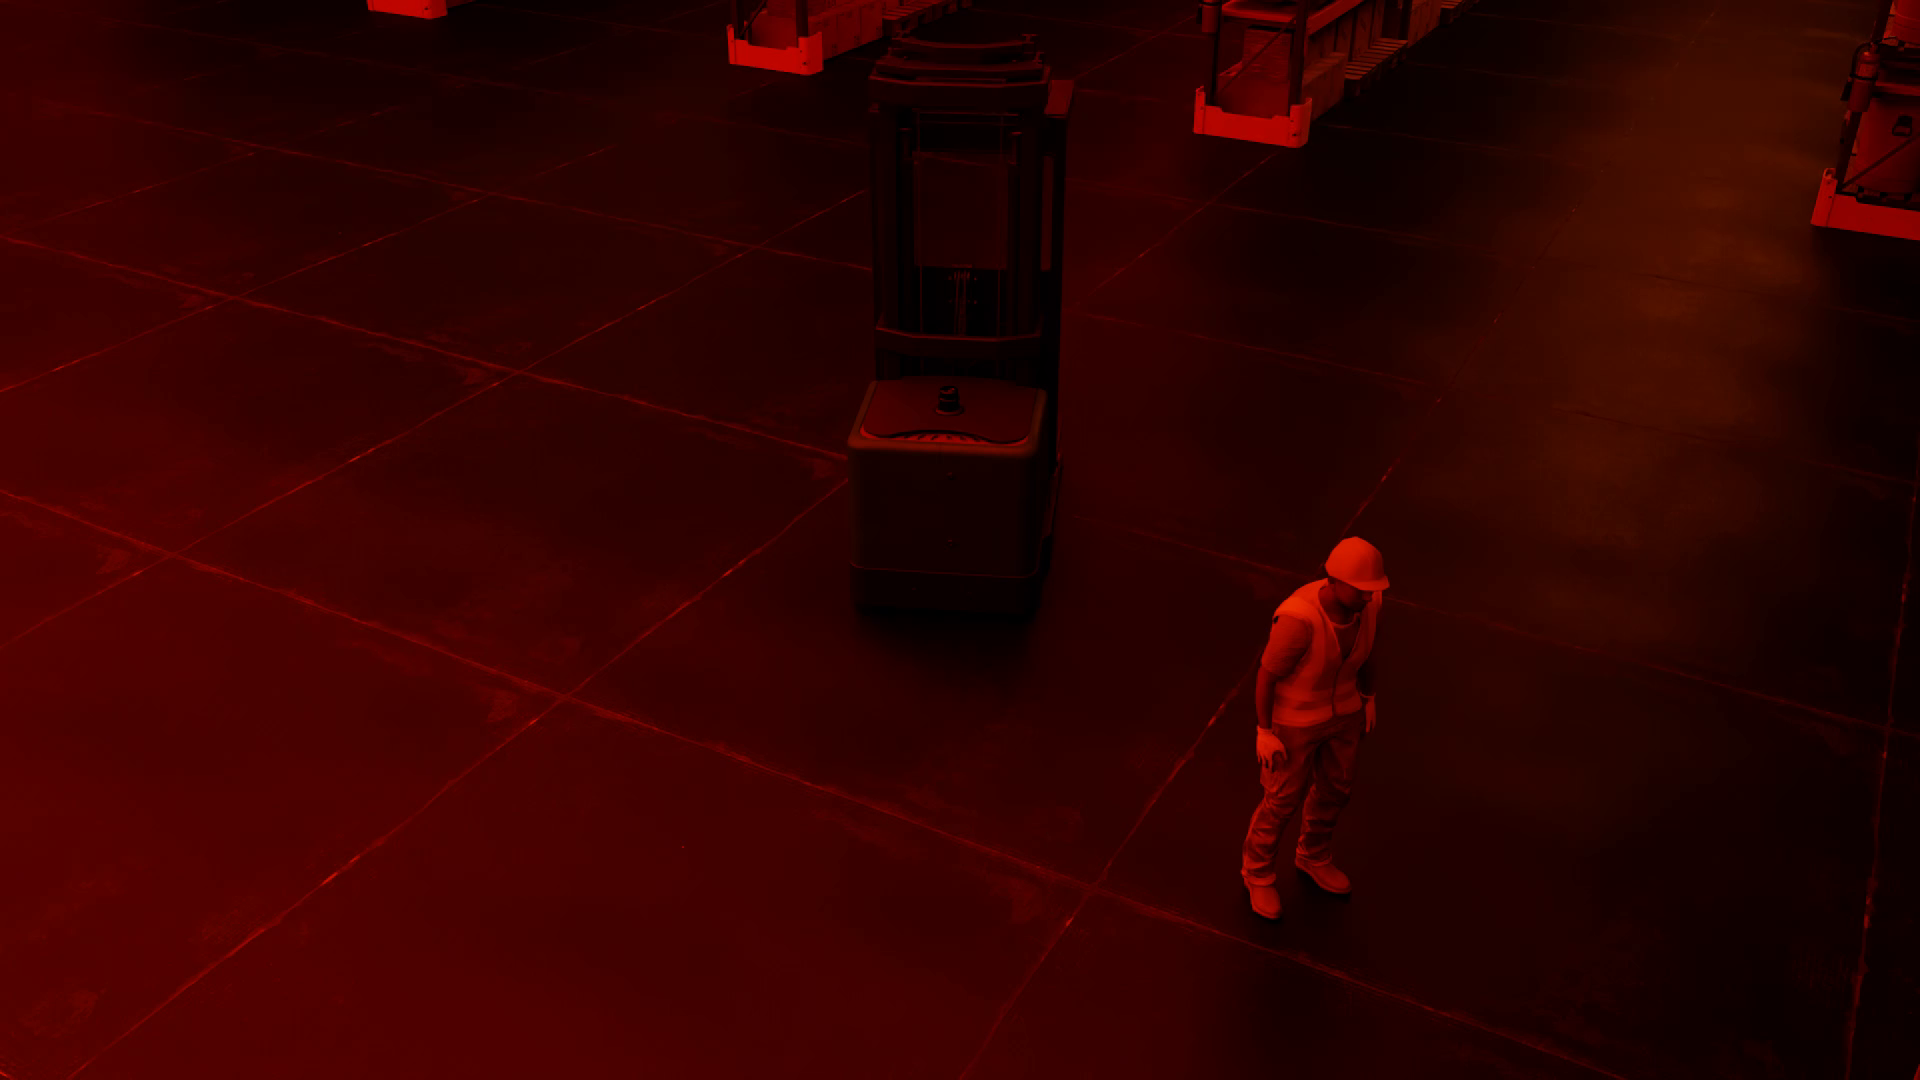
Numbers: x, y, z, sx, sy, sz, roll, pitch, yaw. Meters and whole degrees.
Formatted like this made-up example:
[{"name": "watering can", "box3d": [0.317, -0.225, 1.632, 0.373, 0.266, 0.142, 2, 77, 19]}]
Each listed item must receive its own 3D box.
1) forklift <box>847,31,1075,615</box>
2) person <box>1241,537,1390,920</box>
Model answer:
[{"name": "forklift", "box3d": [0.072, -1.572, 9.794, 1.130, 2.935, 3.031, 3, 30, 6]}, {"name": "person", "box3d": [1.492, 0.751, 6.933, 0.617, 1.772, 0.452, -14, 33, -23]}]
